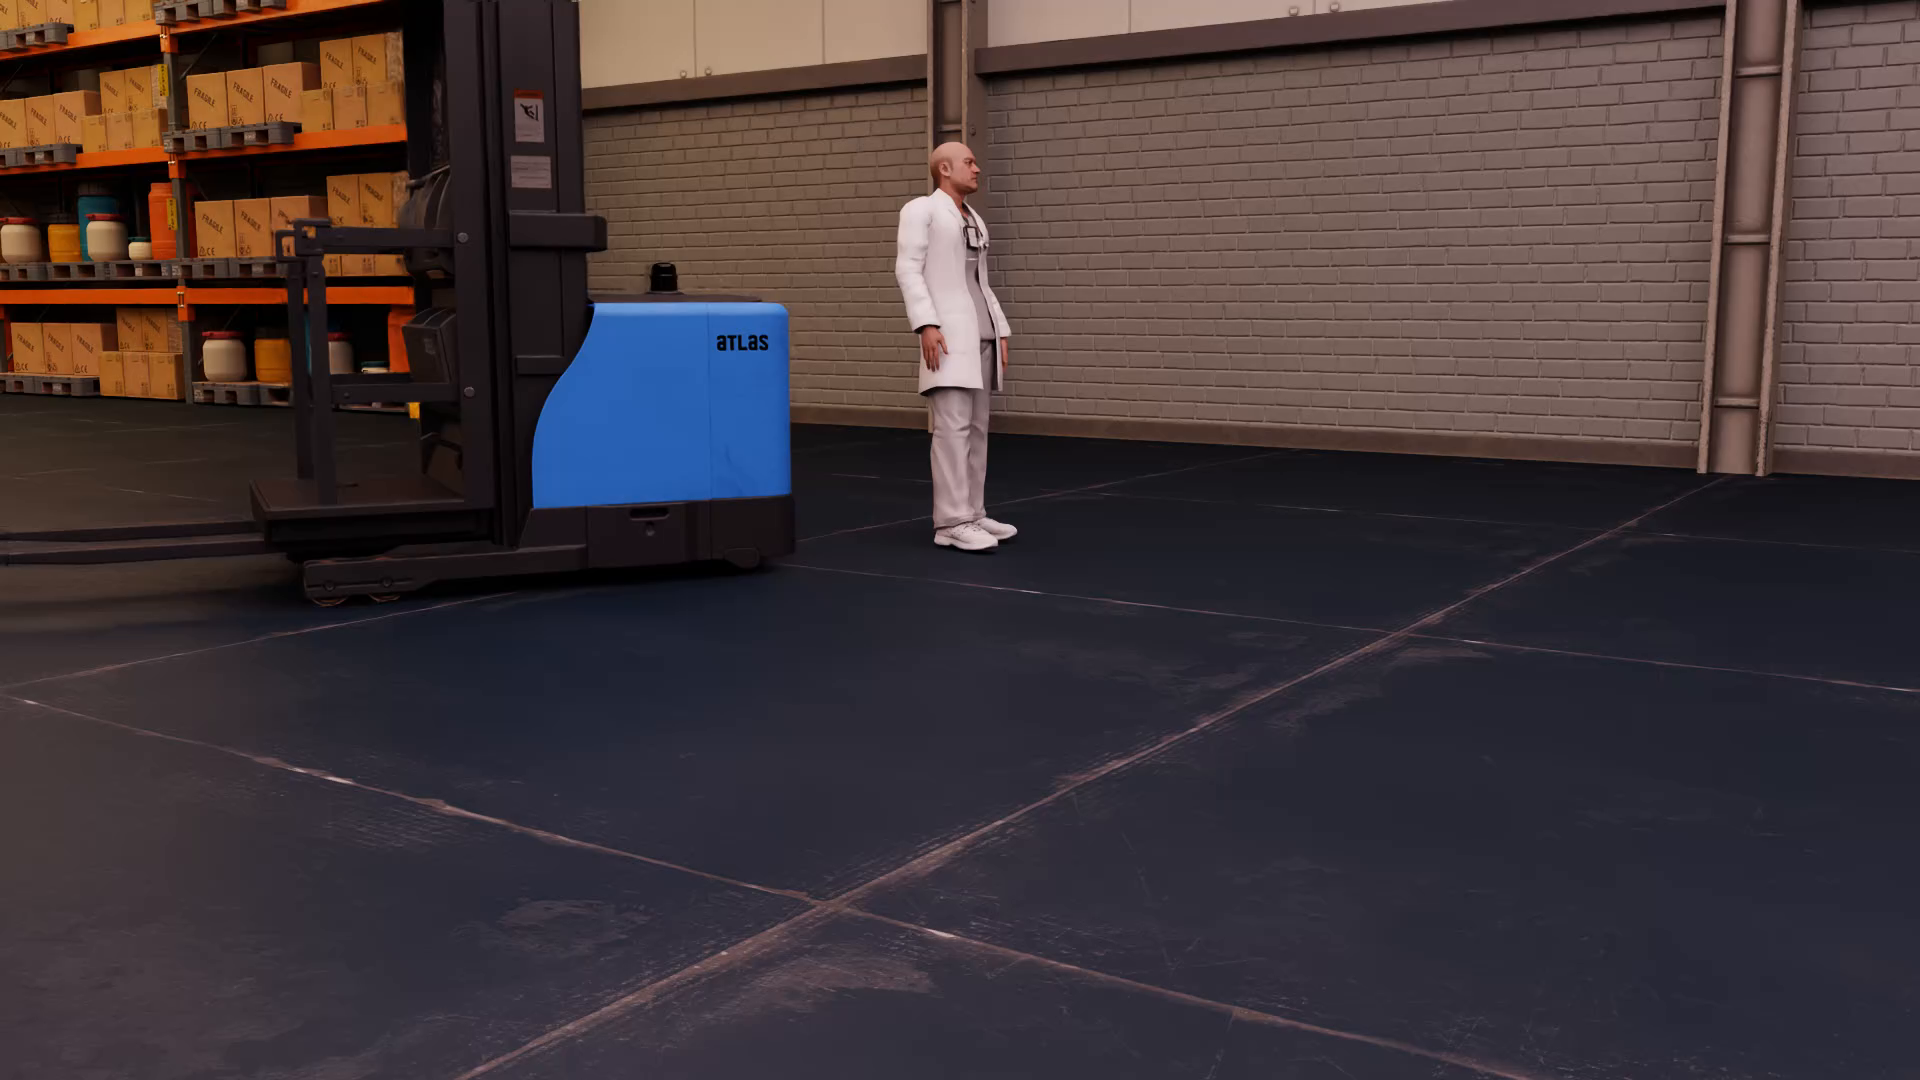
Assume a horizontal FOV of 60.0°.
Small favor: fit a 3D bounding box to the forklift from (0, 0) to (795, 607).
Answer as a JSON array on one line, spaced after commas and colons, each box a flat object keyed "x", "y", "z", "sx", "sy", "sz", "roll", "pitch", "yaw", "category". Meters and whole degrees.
[{"x": -2.225, "y": -1.298, "z": 6.319, "sx": 3.031, "sy": 2.935, "sz": 1.130, "roll": -4, "pitch": 9, "yaw": -25, "category": "forklift"}]

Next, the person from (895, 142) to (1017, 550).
[{"x": 0.072, "y": -0.880, "z": 7.424, "sx": 0.581, "sy": 1.776, "sz": 0.694, "roll": 5, "pitch": 10, "yaw": 34, "category": "person"}]
